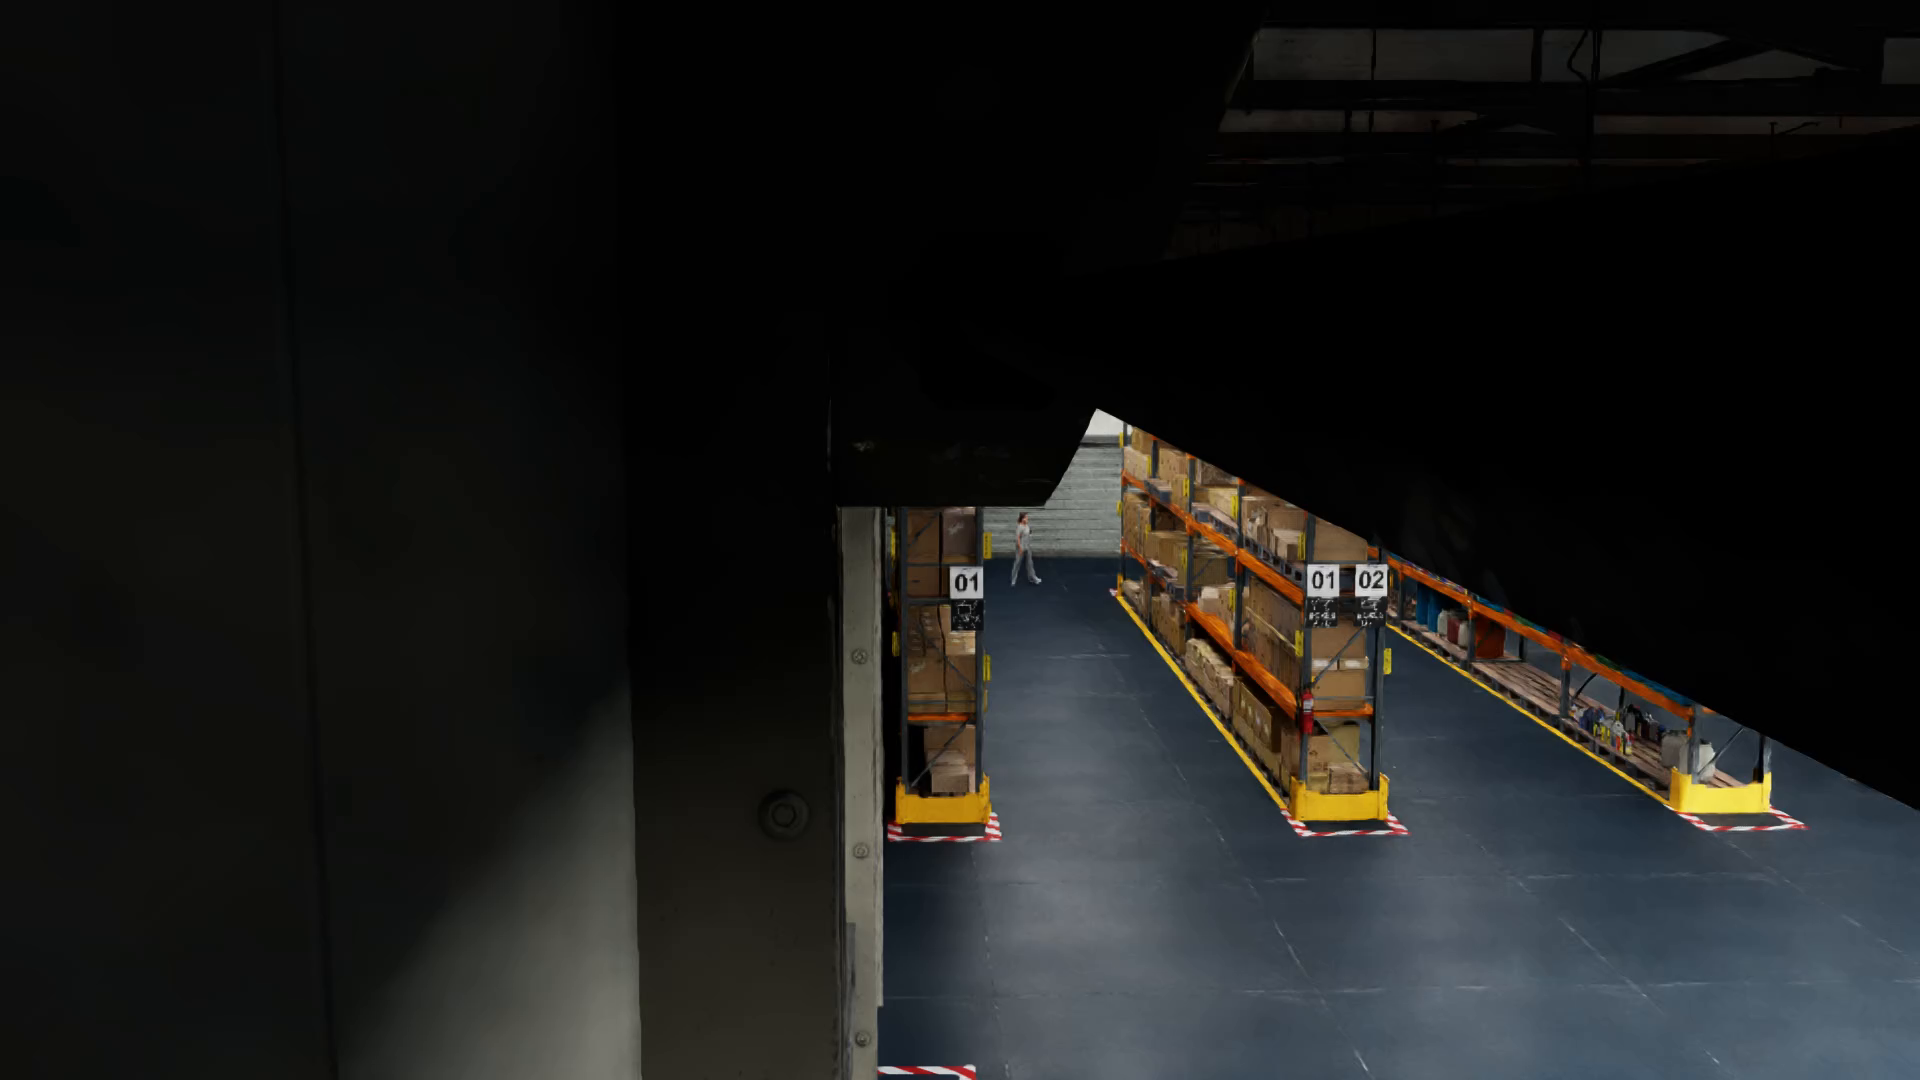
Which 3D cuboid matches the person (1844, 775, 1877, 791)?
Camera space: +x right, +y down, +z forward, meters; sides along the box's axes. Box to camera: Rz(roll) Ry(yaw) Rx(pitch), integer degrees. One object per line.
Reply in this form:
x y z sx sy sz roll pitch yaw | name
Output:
12.020 2.431 21.927 0.550 1.657 0.599 4 9 28 | person

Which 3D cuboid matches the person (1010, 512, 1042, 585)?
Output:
1.470 0.179 37.865 0.558 1.660 0.691 6 10 36 | person
